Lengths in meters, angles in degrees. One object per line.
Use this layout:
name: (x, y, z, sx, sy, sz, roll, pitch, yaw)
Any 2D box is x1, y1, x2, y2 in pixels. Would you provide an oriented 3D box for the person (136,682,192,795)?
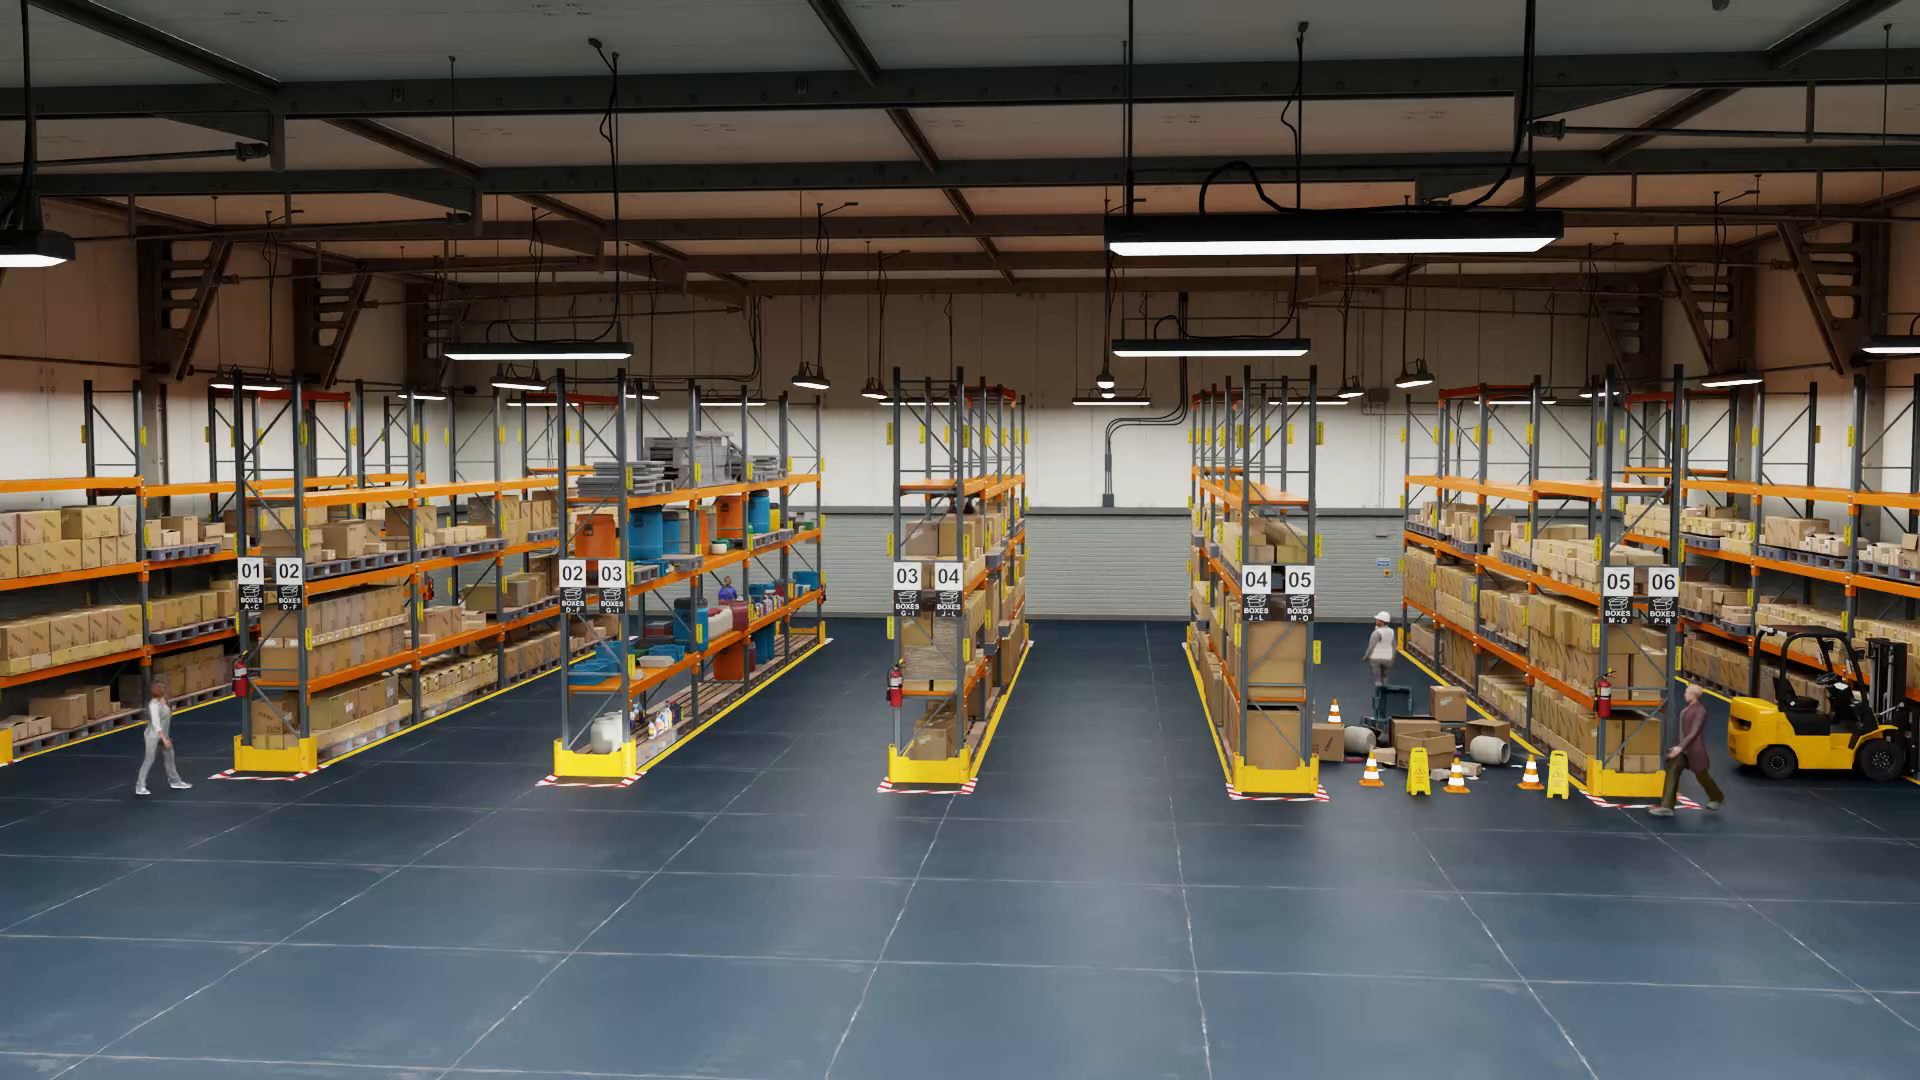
person: (-11.245, 2.767, 23.384, 0.605, 1.578, 0.590, 0, 4, -3)

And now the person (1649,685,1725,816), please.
person: (9.640, 2.771, 21.954, 1.158, 1.733, 0.519, -2, 4, -27)

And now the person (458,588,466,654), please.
person: (-10.884, 1.889, 36.410, 0.395, 1.681, 0.538, -1, 4, -11)

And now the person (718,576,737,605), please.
person: (-5.655, 1.688, 40.392, 0.420, 1.611, 0.937, 1, 4, 10)

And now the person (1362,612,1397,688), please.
person: (7.737, 2.212, 30.627, 0.614, 1.798, 0.689, 0, 4, -2)
